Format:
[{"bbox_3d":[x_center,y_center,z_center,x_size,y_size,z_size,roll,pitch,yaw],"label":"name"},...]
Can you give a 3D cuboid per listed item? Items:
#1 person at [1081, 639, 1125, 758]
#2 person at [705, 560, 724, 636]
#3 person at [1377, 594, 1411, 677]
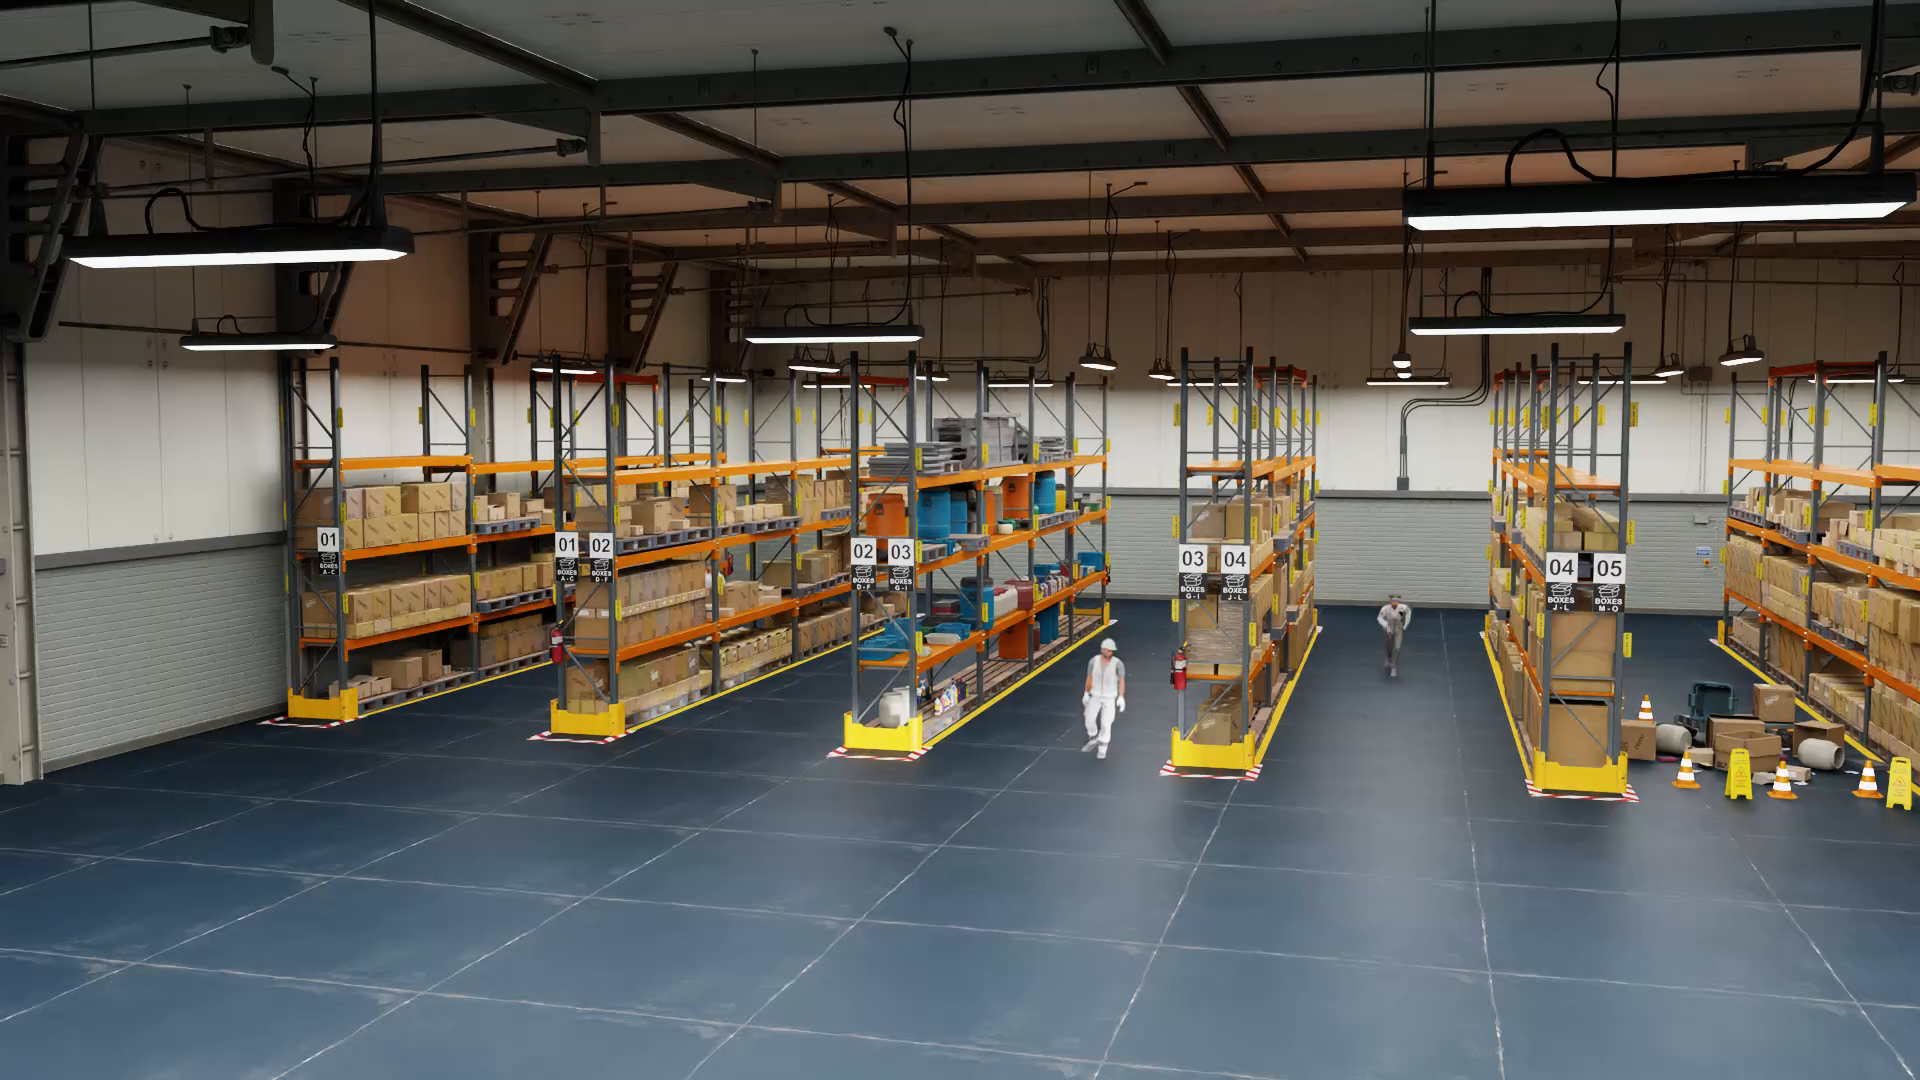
[{"bbox_3d":[2.088,2.308,24.348,0.654,1.766,0.471,1,4,14],"label":"person"},{"bbox_3d":[-5.808,1.317,38.616,0.567,1.740,0.808,1,4,13],"label":"person"},{"bbox_3d":[8.483,1.833,32.566,0.656,1.631,0.982,0,4,4],"label":"person"}]
